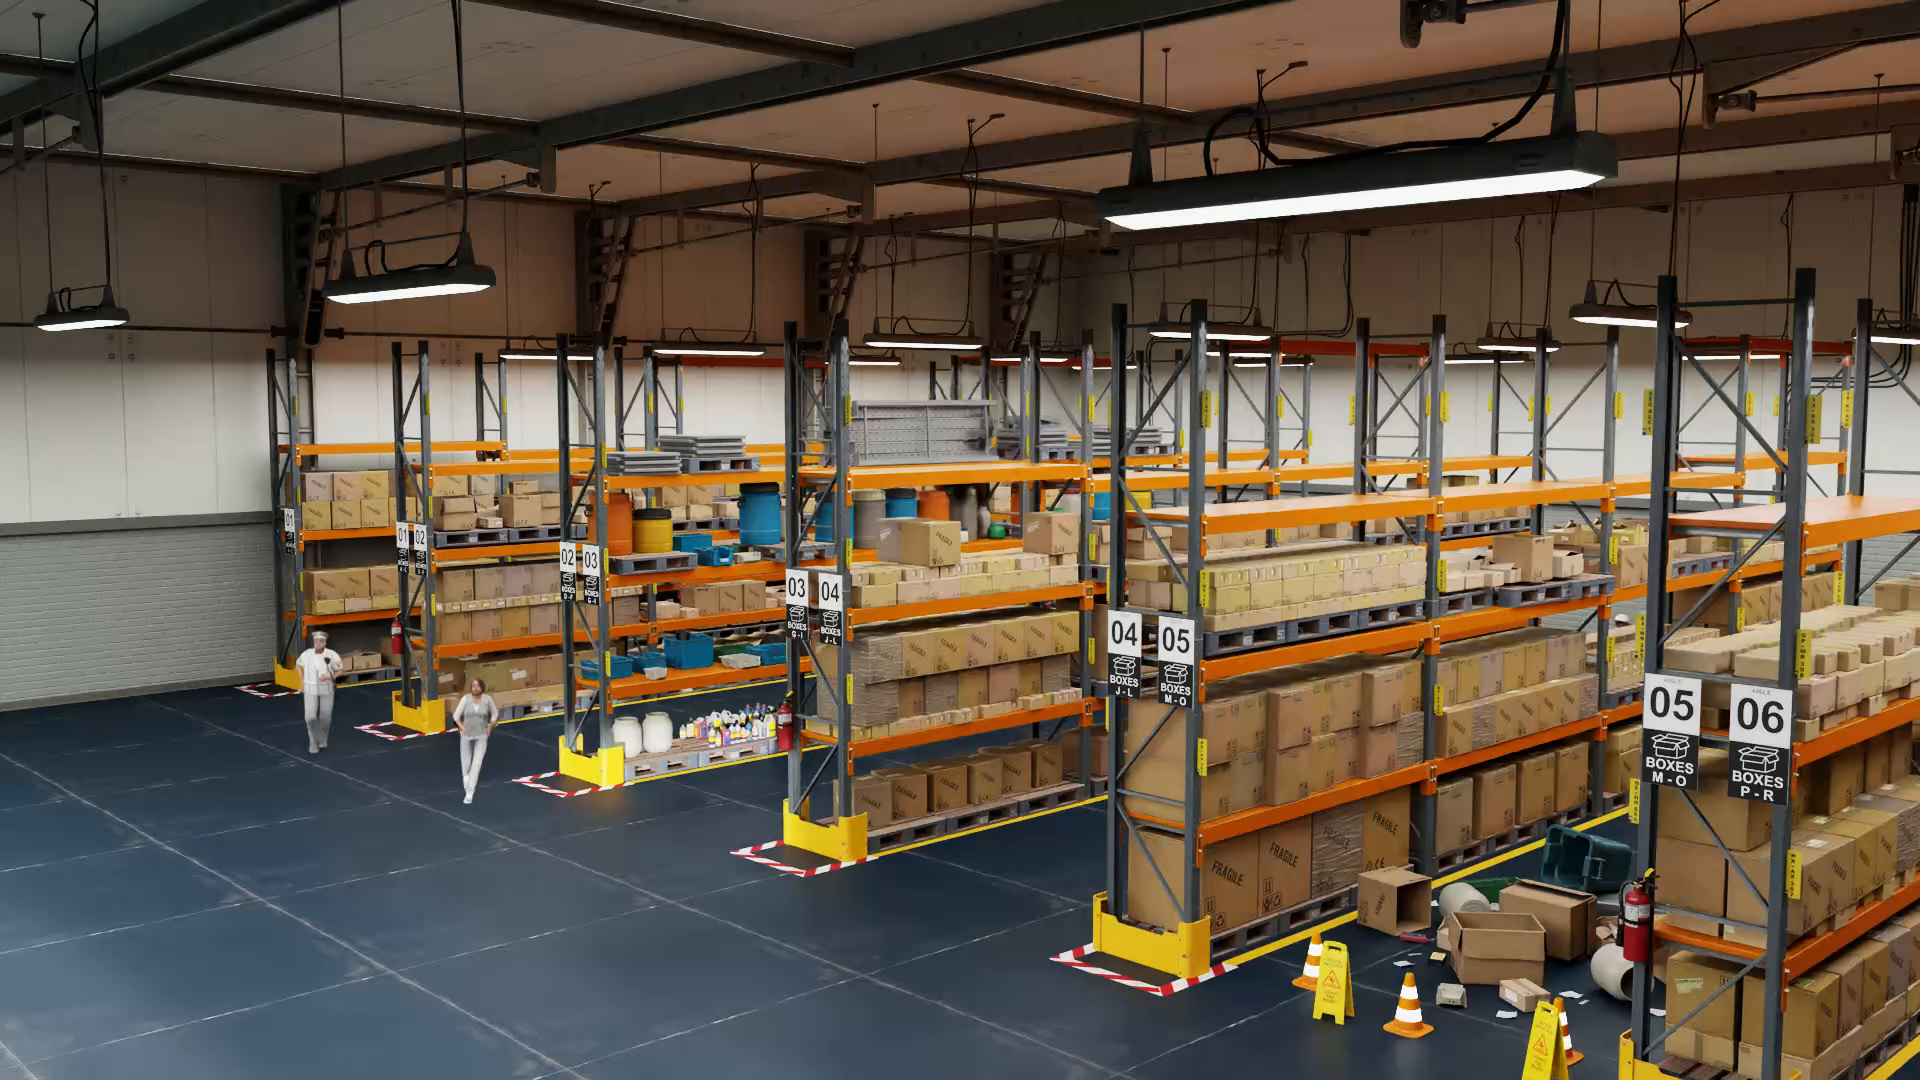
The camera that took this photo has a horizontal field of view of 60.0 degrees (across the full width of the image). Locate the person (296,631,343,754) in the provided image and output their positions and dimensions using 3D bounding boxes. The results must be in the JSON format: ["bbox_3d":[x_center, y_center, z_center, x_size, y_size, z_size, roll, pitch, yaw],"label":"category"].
[{"bbox_3d":[-9.294,2.225,24.130,0.645,1.820,0.670,-2,5,-17],"label":"person"}]

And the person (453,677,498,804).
[{"bbox_3d":[-6.212,2.537,21.354,0.554,1.572,0.751,-1,5,-12],"label":"person"}]

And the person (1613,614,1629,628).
[{"bbox_3d":[10.359,2.050,25.921,0.893,1.816,0.711,-4,6,-37],"label":"person"}]
